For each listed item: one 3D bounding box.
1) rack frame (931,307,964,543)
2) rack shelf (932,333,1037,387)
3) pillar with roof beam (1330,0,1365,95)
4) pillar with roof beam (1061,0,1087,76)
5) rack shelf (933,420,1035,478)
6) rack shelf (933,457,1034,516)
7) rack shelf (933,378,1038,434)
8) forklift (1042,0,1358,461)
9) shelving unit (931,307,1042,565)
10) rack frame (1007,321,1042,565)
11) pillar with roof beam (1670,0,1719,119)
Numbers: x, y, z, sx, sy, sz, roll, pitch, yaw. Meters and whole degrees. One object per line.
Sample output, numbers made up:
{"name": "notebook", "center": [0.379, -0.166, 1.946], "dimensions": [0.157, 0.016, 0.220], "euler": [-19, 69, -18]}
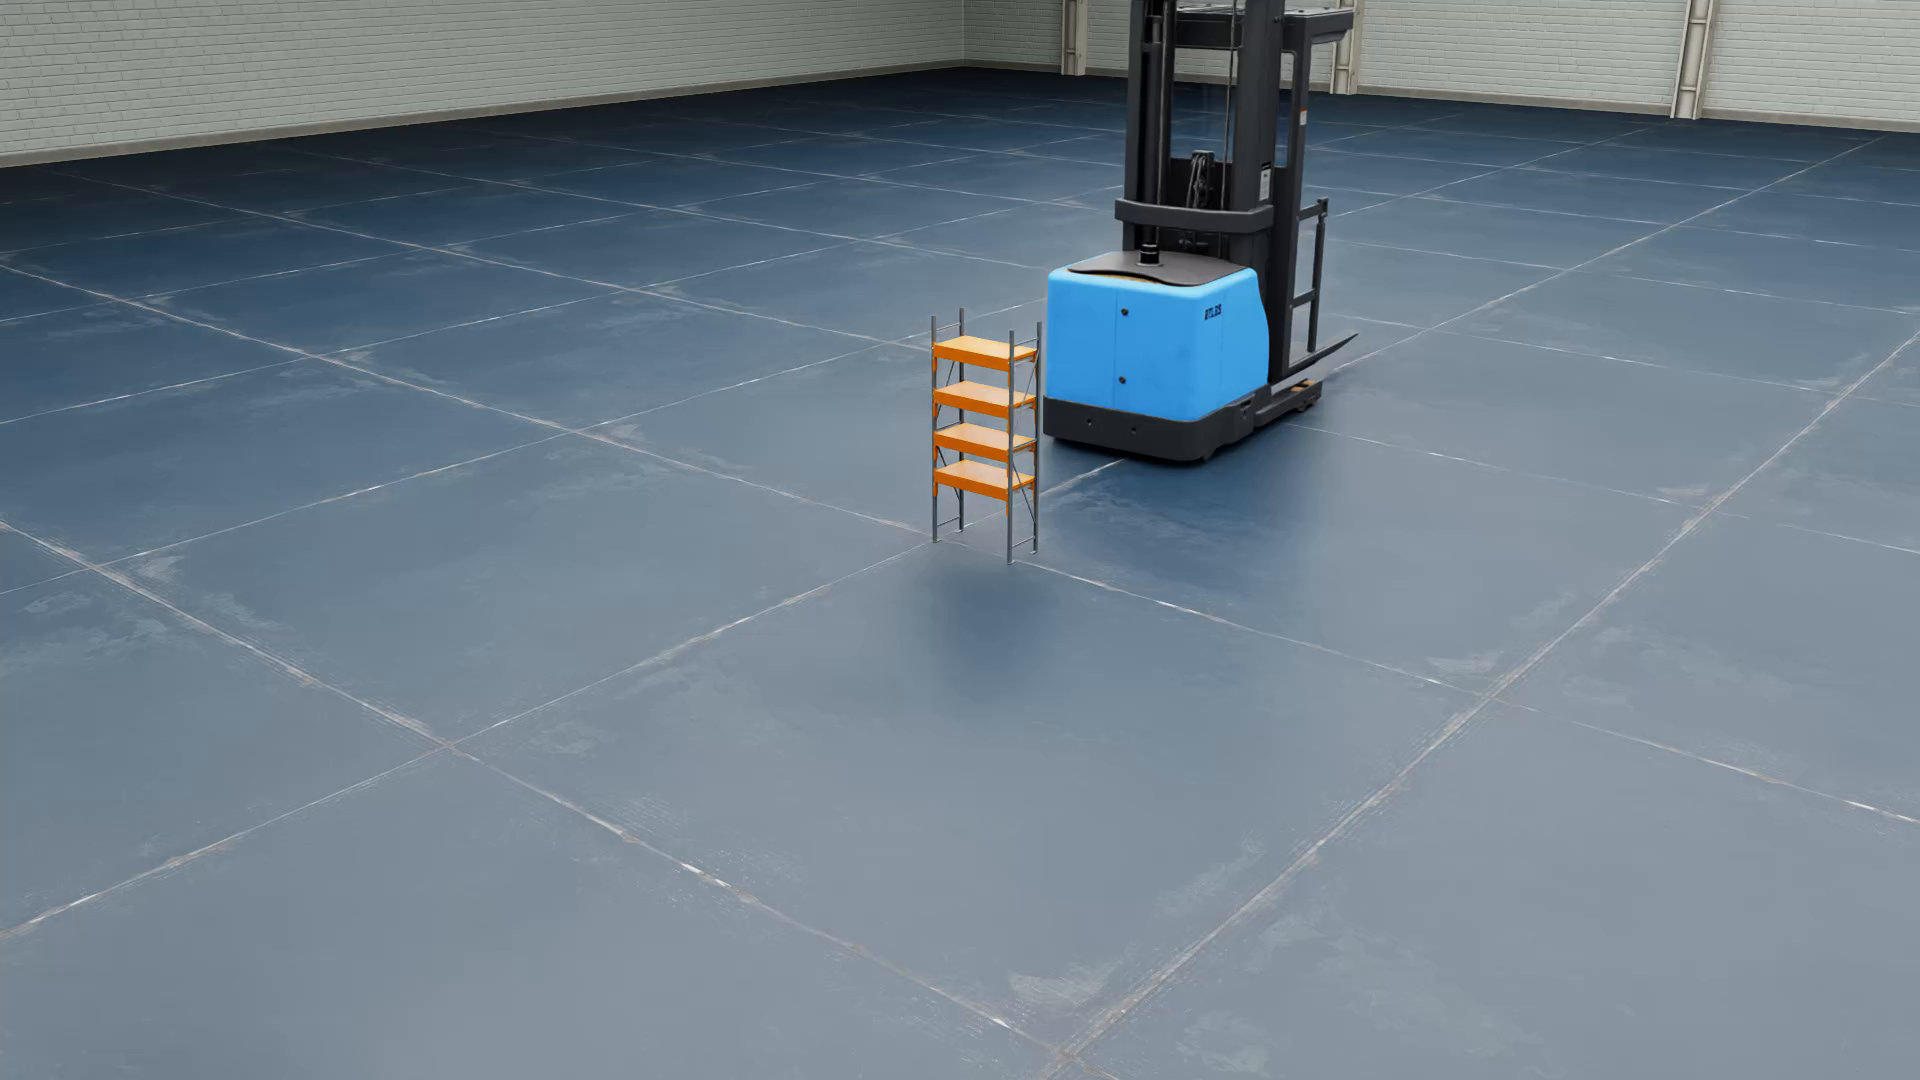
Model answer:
{"name": "rack frame", "center": [-0.061, -0.579, 8.503], "dimensions": [0.015, 1.200, 0.240], "euler": [16, 26, 36]}
{"name": "rack shelf", "center": [0.128, -0.892, 8.220], "dimensions": [0.480, 0.148, 0.258], "euler": [16, 26, 36]}
{"name": "pillar with roof beam", "center": [4.220, -11.118, 25.398], "dimensions": [0.400, 9.000, 9.100], "euler": [16, 26, 36]}
{"name": "pillar with roof beam", "center": [-0.428, -12.457, 28.948], "dimensions": [0.400, 9.000, 9.100], "euler": [16, 26, 36]}
{"name": "rack shelf", "center": [0.128, -0.462, 8.382], "dimensions": [0.480, 0.148, 0.258], "euler": [16, 26, 36]}
{"name": "rack shelf", "center": [0.128, -0.276, 8.452], "dimensions": [0.480, 0.148, 0.258], "euler": [16, 26, 36]}
{"name": "rack shelf", "center": [0.128, -0.671, 8.303], "dimensions": [0.480, 0.148, 0.258], "euler": [16, 26, 36]}
{"name": "forklift", "center": [1.752, -2.294, 10.597], "dimensions": [1.130, 2.935, 3.031], "euler": [14, 25, 32]}
{"name": "shelving unit", "center": [0.128, -0.524, 8.359], "dimensions": [0.503, 1.200, 0.258], "euler": [16, 26, 36]}
{"name": "rack frame", "center": [0.317, -0.470, 8.214], "dimensions": [0.015, 1.200, 0.240], "euler": [16, 26, 36]}
{"name": "pillar with roof beam", "center": [8.868, -9.780, 21.849], "dimensions": [0.400, 9.000, 9.100], "euler": [16, 26, 36]}
